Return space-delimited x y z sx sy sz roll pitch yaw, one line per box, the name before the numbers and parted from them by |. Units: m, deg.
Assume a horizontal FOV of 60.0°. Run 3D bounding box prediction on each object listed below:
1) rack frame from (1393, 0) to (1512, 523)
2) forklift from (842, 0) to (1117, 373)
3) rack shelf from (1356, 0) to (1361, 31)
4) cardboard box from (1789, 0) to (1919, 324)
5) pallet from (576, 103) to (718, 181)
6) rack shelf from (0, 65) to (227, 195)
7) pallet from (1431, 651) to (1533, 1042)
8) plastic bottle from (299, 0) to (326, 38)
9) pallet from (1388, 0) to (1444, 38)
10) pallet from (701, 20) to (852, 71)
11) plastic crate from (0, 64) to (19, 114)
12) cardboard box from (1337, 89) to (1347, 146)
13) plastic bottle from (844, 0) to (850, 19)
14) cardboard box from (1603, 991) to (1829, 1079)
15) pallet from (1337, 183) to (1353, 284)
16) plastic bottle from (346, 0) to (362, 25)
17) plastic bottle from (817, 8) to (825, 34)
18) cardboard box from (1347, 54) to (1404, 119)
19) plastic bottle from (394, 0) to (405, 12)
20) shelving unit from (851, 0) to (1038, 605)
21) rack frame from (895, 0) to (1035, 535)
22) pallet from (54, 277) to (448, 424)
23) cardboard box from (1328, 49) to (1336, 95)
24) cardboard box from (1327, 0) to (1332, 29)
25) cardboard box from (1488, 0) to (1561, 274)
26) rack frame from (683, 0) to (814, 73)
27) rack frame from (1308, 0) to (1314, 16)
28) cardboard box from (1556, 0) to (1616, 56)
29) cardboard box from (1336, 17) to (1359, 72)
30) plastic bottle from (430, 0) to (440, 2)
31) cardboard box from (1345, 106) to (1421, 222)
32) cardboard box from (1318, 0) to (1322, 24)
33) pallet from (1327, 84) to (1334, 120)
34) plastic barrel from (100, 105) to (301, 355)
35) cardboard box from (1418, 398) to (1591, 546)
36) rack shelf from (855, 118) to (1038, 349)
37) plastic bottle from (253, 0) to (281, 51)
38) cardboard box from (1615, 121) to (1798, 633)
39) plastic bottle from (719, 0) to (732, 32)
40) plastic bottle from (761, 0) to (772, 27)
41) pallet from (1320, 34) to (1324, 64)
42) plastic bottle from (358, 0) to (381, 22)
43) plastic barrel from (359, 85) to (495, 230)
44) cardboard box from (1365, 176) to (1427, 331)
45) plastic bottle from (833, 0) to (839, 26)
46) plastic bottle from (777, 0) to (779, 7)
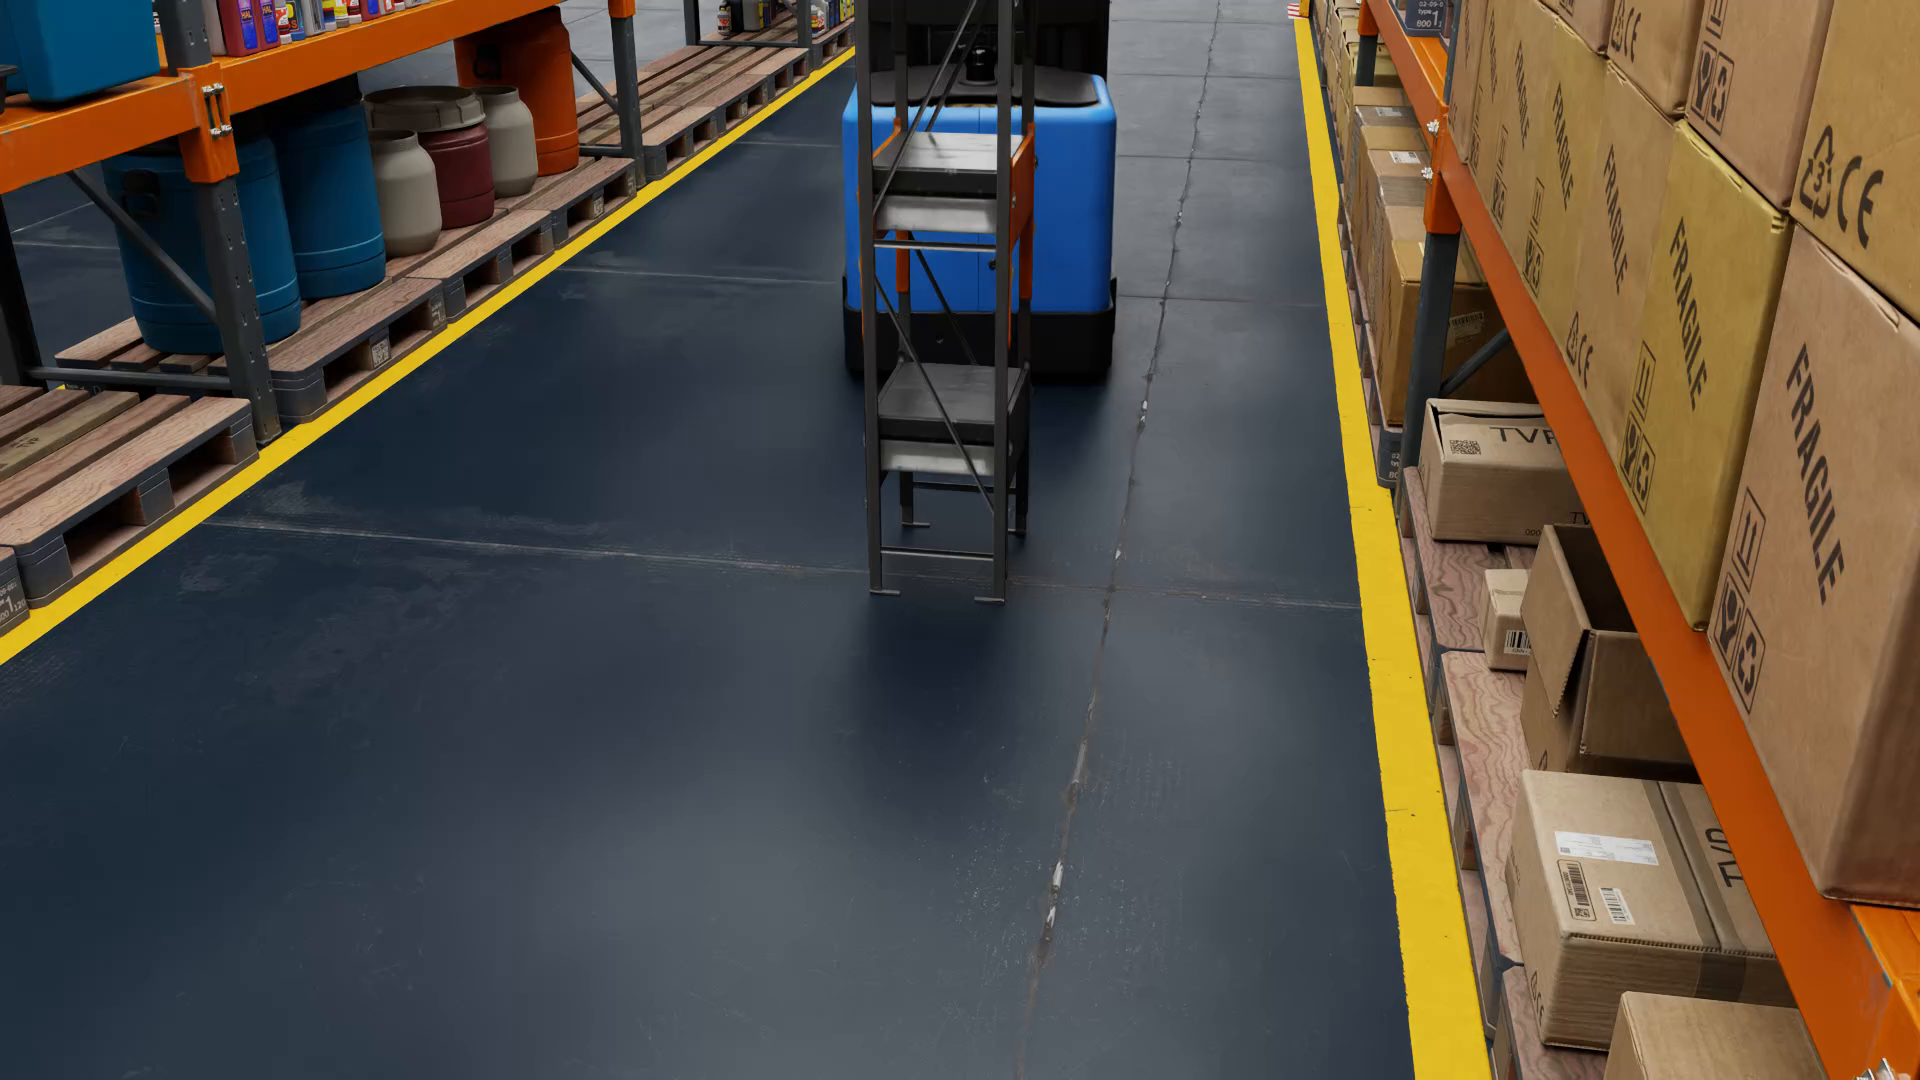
rack frame | 1.911 -1.406 4.716 1.000 3.000 0.127 4 25 9
forklift | 0.099 -2.559 7.259 1.130 2.935 3.031 0 25 1
rack shelf | 2.891 -3.590 10.230 1.077 0.370 4.000 4 25 9
cardboard box | 1.059 -0.437 1.348 0.500 0.500 0.500 4 25 8
pallet | -2.157 -2.482 10.305 1.003 0.211 1.213 4 25 9
rack shelf | -3.302 -0.589 3.818 1.077 0.370 4.000 4 25 9
pallet | 1.601 0.656 3.601 1.003 0.211 1.213 4 25 9
plastic bottle | -2.464 -2.015 6.163 0.152 0.276 0.135 4 25 9
pallet | 2.251 -2.179 6.593 1.003 0.211 1.213 4 25 9
pallet | -1.517 -4.112 13.786 1.003 0.211 1.213 4 25 9
plastic crate | -2.893 -1.167 4.459 0.437 0.125 0.590 4 25 9
cardboard box | 2.491 -2.477 9.752 0.500 0.250 0.500 4 25 8
plastic bottle | -1.026 -4.662 14.278 0.144 0.351 0.185 4 25 8
cardboard box | 1.103 0.955 2.101 0.500 0.500 0.500 4 25 9
pallet | 2.405 -1.507 8.220 1.003 0.211 1.213 4 25 9
plastic bottle | -2.386 -2.109 6.453 0.097 0.201 0.097 0 25 0
plastic bottle | -1.150 -4.217 13.503 0.097 0.201 0.097 0 25 0
cardboard box | 2.407 -2.514 9.170 0.500 0.311 0.500 5 25 10
plastic bottle | -2.327 -2.262 6.779 0.097 0.201 0.097 0 25 0
shelving unit | -0.027 -0.882 4.657 0.431 2.100 0.503 4 25 9
rack frame | 0.013 -0.984 4.875 0.400 2.100 0.015 4 25 9
pallet | -2.808 -0.808 6.727 1.003 0.211 1.213 4 25 9
cardboard box | 2.741 -3.115 11.115 0.500 0.250 0.500 3 25 7
cardboard box | 2.905 -3.796 11.907 0.500 0.311 0.500 4 25 9
cardboard box | 1.394 -0.834 3.375 0.500 0.500 0.500 4 25 8
rack frame | -1.668 -5.097 12.601 1.000 3.000 0.127 4 25 9
rack frame | 3.872 -6.425 15.439 1.000 3.000 0.127 4 25 9
cardboard box | 1.304 -1.080 2.722 0.500 0.500 0.500 5 26 10
cardboard box | 2.655 -3.153 10.533 0.500 0.311 0.500 5 25 10
plastic bottle | -2.273 -2.432 7.058 0.097 0.271 0.097 0 25 0
cardboard box | 2.128 -1.757 7.894 0.500 0.500 0.500 3 25 7
cardboard box | 3.318 -4.534 14.146 0.500 0.250 0.500 4 25 9
pallet | 3.136 -3.179 11.792 1.003 0.211 1.213 4 25 9
plastic barrel | -2.870 -1.217 6.292 0.600 0.901 0.708 4 25 9
cardboard box | 1.629 -0.227 4.850 0.500 0.311 0.500 4 25 9
rack shelf | -0.027 -0.869 4.663 0.431 0.518 0.480 4 25 9
plastic bottle | -2.473 -1.878 5.861 0.061 0.283 0.133 4 25 9
cardboard box | 1.143 -0.202 2.026 0.500 0.500 0.500 4 25 9
plastic bottle | -1.915 -4.290 13.562 0.061 0.283 0.133 5 26 11
plastic bottle | -1.665 -4.433 13.875 0.152 0.276 0.135 4 25 9
pallet | 3.390 -3.819 13.160 1.003 0.211 1.213 4 25 9
plastic bottle | -2.349 -2.194 6.536 0.061 0.283 0.133 4 25 9
plastic barrel | -2.569 -1.844 8.000 0.600 0.588 0.708 4 25 9
cardboard box | 1.880 -1.116 6.525 0.500 0.500 0.500 4 25 9
plastic bottle | -1.096 -4.484 13.898 0.144 0.351 0.185 3 25 6
plastic bottle | -1.673 -4.909 14.884 0.061 0.283 0.133 4 25 9
